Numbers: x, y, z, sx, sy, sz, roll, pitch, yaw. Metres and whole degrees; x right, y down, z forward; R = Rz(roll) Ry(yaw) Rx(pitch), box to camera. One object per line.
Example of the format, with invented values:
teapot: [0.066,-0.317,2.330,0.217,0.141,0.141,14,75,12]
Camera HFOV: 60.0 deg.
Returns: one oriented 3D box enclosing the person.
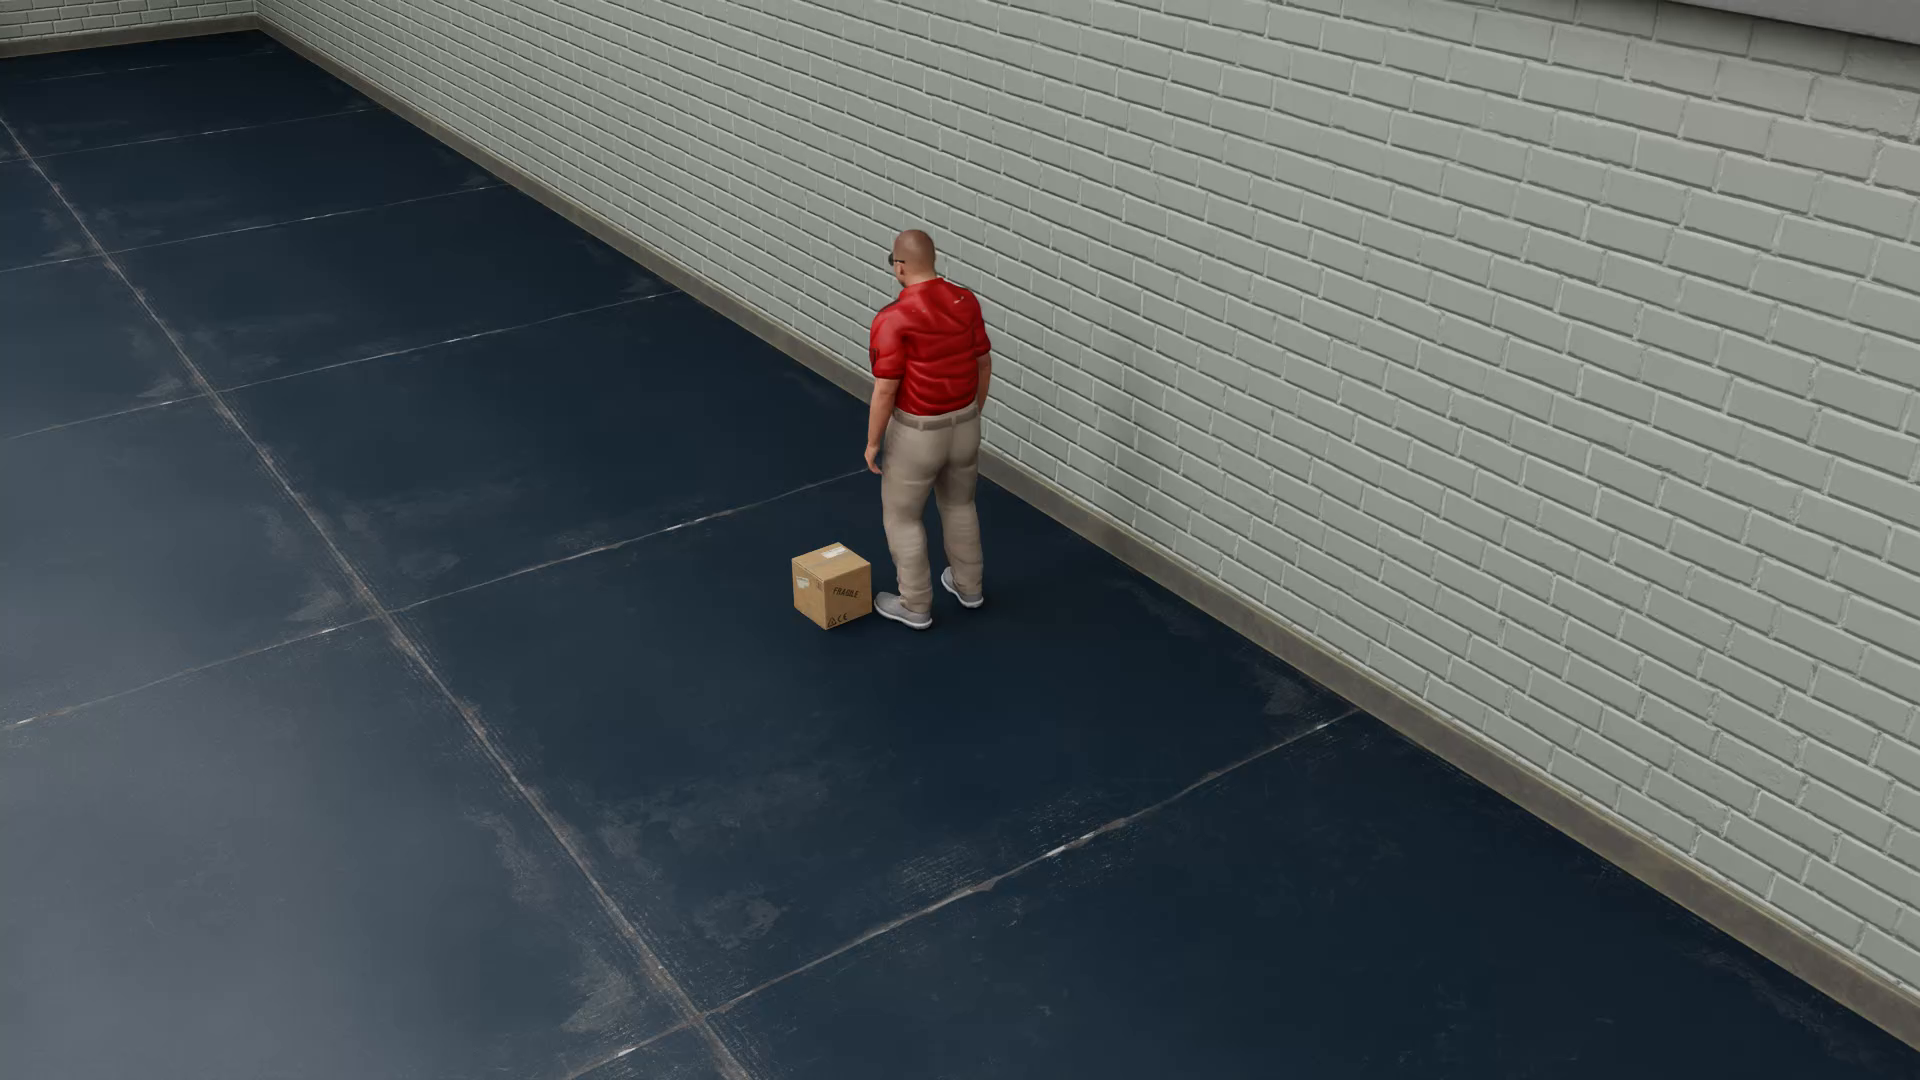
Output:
person: [-0.136,-0.453,6.974,0.585,1.727,0.391,-19,34,-31]
